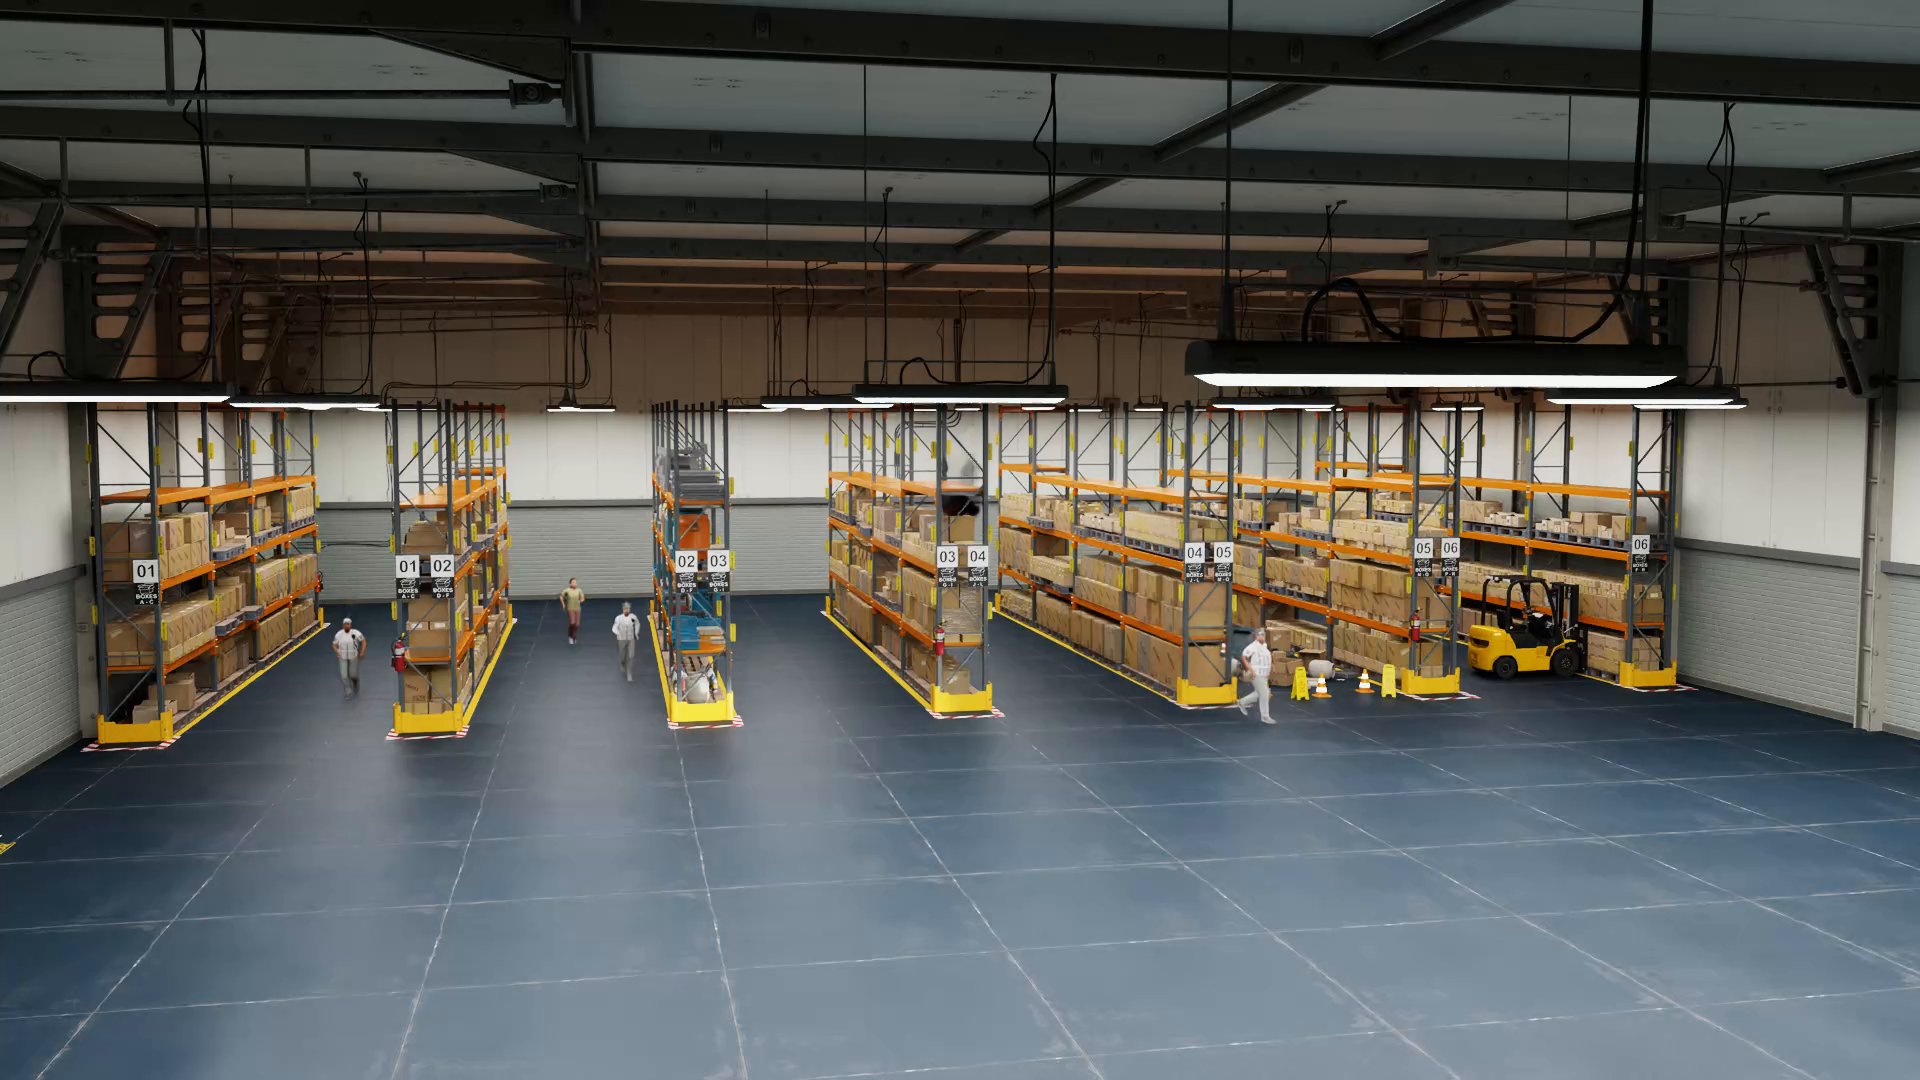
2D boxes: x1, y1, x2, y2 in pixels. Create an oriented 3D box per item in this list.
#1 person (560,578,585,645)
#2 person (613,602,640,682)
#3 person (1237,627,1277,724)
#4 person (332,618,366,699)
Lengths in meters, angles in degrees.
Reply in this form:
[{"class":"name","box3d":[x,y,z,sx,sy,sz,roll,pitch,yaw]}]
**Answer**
[{"class":"person","box3d":[-9.607,1.773,41.363,0.549,1.651,0.656,-2,5,-30]},{"class":"person","box3d":[-7.228,2.176,36.056,0.602,1.684,0.858,-1,4,-16]},{"class":"person","box3d":[5.561,2.511,31.097,0.855,1.775,0.674,3,5,36]},{"class":"person","box3d":[-12.337,2.388,33.590,0.640,1.626,0.548,-1,4,-15]}]
